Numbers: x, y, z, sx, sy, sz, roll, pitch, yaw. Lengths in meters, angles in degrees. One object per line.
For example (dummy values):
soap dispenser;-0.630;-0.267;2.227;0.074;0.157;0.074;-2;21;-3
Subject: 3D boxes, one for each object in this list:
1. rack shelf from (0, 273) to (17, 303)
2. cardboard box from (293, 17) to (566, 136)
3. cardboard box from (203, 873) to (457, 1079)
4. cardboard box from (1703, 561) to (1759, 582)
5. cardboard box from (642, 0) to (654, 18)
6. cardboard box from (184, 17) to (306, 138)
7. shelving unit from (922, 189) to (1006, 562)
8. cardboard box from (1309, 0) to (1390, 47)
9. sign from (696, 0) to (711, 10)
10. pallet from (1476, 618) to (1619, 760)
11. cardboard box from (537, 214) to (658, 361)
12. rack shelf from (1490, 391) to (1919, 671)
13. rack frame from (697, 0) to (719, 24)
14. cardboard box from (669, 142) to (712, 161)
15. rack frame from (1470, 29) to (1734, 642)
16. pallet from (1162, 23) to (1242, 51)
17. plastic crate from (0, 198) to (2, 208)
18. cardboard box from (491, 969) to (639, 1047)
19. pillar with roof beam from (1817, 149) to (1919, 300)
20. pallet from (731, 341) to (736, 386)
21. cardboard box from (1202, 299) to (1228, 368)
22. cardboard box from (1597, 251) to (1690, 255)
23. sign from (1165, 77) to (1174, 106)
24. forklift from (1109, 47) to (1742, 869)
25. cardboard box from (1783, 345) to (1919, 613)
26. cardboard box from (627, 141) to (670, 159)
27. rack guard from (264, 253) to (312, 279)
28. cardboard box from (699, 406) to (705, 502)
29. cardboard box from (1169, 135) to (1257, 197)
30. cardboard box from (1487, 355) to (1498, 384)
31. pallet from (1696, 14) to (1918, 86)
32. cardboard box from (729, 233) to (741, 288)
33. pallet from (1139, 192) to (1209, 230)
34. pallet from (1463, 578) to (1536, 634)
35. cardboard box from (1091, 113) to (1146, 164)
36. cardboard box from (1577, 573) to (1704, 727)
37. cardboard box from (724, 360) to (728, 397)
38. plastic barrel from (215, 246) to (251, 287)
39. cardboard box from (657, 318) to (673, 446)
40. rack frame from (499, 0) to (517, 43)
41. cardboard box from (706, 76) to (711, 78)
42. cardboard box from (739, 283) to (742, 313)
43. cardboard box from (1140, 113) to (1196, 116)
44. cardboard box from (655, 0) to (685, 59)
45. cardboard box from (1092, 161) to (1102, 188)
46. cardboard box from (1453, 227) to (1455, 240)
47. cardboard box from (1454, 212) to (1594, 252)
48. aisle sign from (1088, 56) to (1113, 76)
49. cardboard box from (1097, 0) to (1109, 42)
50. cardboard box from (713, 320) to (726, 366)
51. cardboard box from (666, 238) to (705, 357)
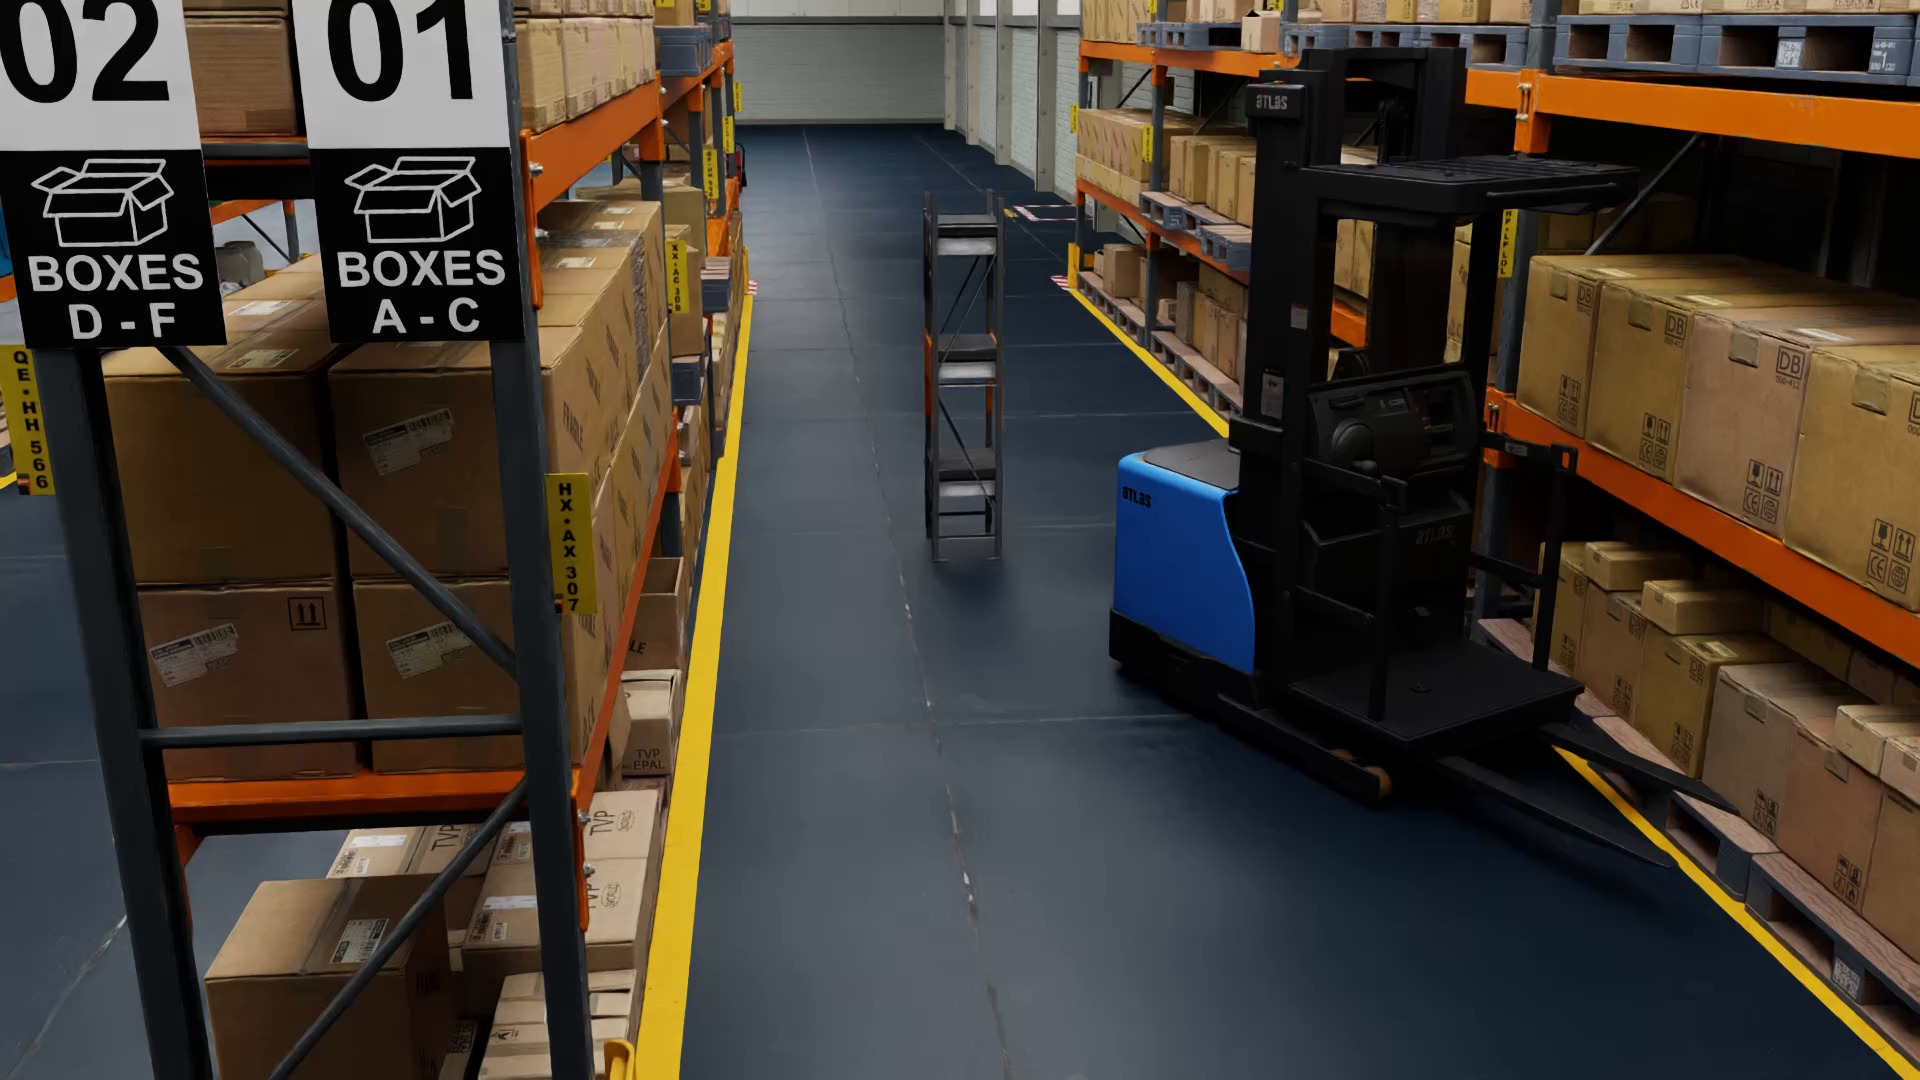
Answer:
rack shelf;-7.363;-2.044;12.880;1.077;0.370;4.000;-2;18;-6
cardboard box;-1.205;-1.080;3.852;0.500;0.250;0.500;-2;18;-6
cardboard box;-1.706;1.269;4.567;0.500;0.500;0.500;-2;18;-6
cardboard box;3.352;0.189;6.956;0.380;0.149;0.250;-2;18;-7
cardboard box;-1.497;-2.213;6.626;0.500;0.250;0.500;-2;18;-6
cardboard box;-1.720;-1.064;3.801;0.500;0.250;0.500;-2;18;-6
shelving unit;0.017;-0.952;9.705;0.431;2.100;0.503;-2;18;-6
cardboard box;2.852;-3.807;12.088;0.500;0.500;0.500;-2;18;-6
sign;-1.690;-3.637;10.883;0.100;0.325;0.005;-2;18;-6
pallet;3.110;0.654;7.742;1.003;0.211;1.213;-2;18;-6
cardboard box;-1.452;-0.981;6.458;0.500;0.500;0.500;-2;18;-7
rack shelf;3.316;0.034;6.263;1.077;0.370;4.000;-2;18;-6
rack frame;-2.642;-5.997;14.256;1.000;3.000;0.127;-2;18;-6
cardboard box;-2.477;-3.578;15.317;0.380;0.149;0.250;-2;18;-6
rack frame;3.110;-0.906;8.054;1.000;3.000;0.127;-2;18;-6
pallet;2.352;-4.134;13.644;1.213;0.211;1.003;-2;18;-6
plastic crate;-7.019;-2.313;12.429;0.402;0.464;0.583;-2;18;-6
cardboard box;-1.132;1.372;4.794;0.380;0.166;0.250;-2;18;-6
pillar with roof beam;-0.240;-3.453;6.152;9.100;9.000;0.400;-2;18;-6
pallet;-2.527;-1.586;14.877;1.003;0.211;1.213;-2;18;-6
cardboard box;2.493;-1.782;14.284;0.700;0.500;0.500;-2;17;-5
cardboard box;3.313;-1.250;8.452;0.500;0.500;0.500;-2;18;-8
sign;2.426;-5.195;19.256;0.100;0.325;0.005;-2;18;-6
forklift;1.943;-0.480;6.812;1.130;2.935;3.031;-11;20;-31
cardboard box;3.374;-0.225;5.385;0.980;0.700;0.700;-2;18;-6
cardboard box;-2.907;-3.640;15.514;0.380;0.149;0.250;-2;18;-7
rack guard;-7.927;-2.961;18.774;1.175;0.500;0.348;-2;18;-6
cardboard box;-1.847;-0.535;10.312;0.500;0.500;0.500;-2;18;-8
cardboard box;2.303;-3.394;15.078;0.700;0.500;0.500;-2;18;-5
cardboard box;2.793;-0.887;8.381;0.380;0.149;0.250;-2;18;-5
pallet;3.306;-1.688;5.685;1.003;0.211;1.213;-2;18;-6
cardboard box;-2.482;-2.827;16.811;0.500;0.500;0.500;-2;18;-6
pallet;2.219;-2.965;14.935;1.003;0.211;1.213;-2;18;-6
pallet;2.955;0.197;9.196;1.003;0.211;1.213;-2;18;-6
cardboard box;1.711;-4.323;17.905;0.500;0.500;0.500;-2;18;-7
cardboard box;3.134;0.462;7.168;0.700;0.500;0.500;-2;18;-6
cardboard box;-2.104;-1.301;13.203;0.500;0.250;0.500;-2;18;-7
plastic barrel;-7.786;-2.845;17.684;0.421;0.512;0.421;0;17;0
cardboard box;-1.510;-0.658;7.099;0.500;0.500;0.500;-1;17;-5
rack frame;-1.404;-2.422;2.868;1.000;3.000;0.127;-2;18;-6
cardboard box;-2.954;-4.682;17.748;0.700;0.500;0.500;-2;18;-7
cardboard box;-2.481;-2.469;16.924;0.500;0.250;0.500;-2;18;-6
cardboard box;2.232;-4.338;17.953;0.500;0.500;0.500;-2;18;-7
cardboard box;-2.045;-2.986;9.506;0.910;0.500;0.500;-2;18;-6
cardboard box;1.721;-3.957;17.991;0.500;0.250;0.500;-2;18;-7
cardboard box;2.764;-1.746;8.783;0.500;0.250;0.500;-1;17;-4
cardboard box;2.807;-1.594;8.297;0.500;0.250;0.500;-1;17;-4
aisle sign;1.566;-5.733;19.091;0.394;0.787;0.004;-2;18;-6
cardboard box;1.735;-5.546;17.627;0.500;0.500;0.500;-1;17;-3
cardboard box;-2.104;-1.573;13.131;0.500;0.311;0.500;-2;18;-7
cardboard box;-1.643;-1.148;7.956;0.700;0.500;0.500;-8;19;-24
